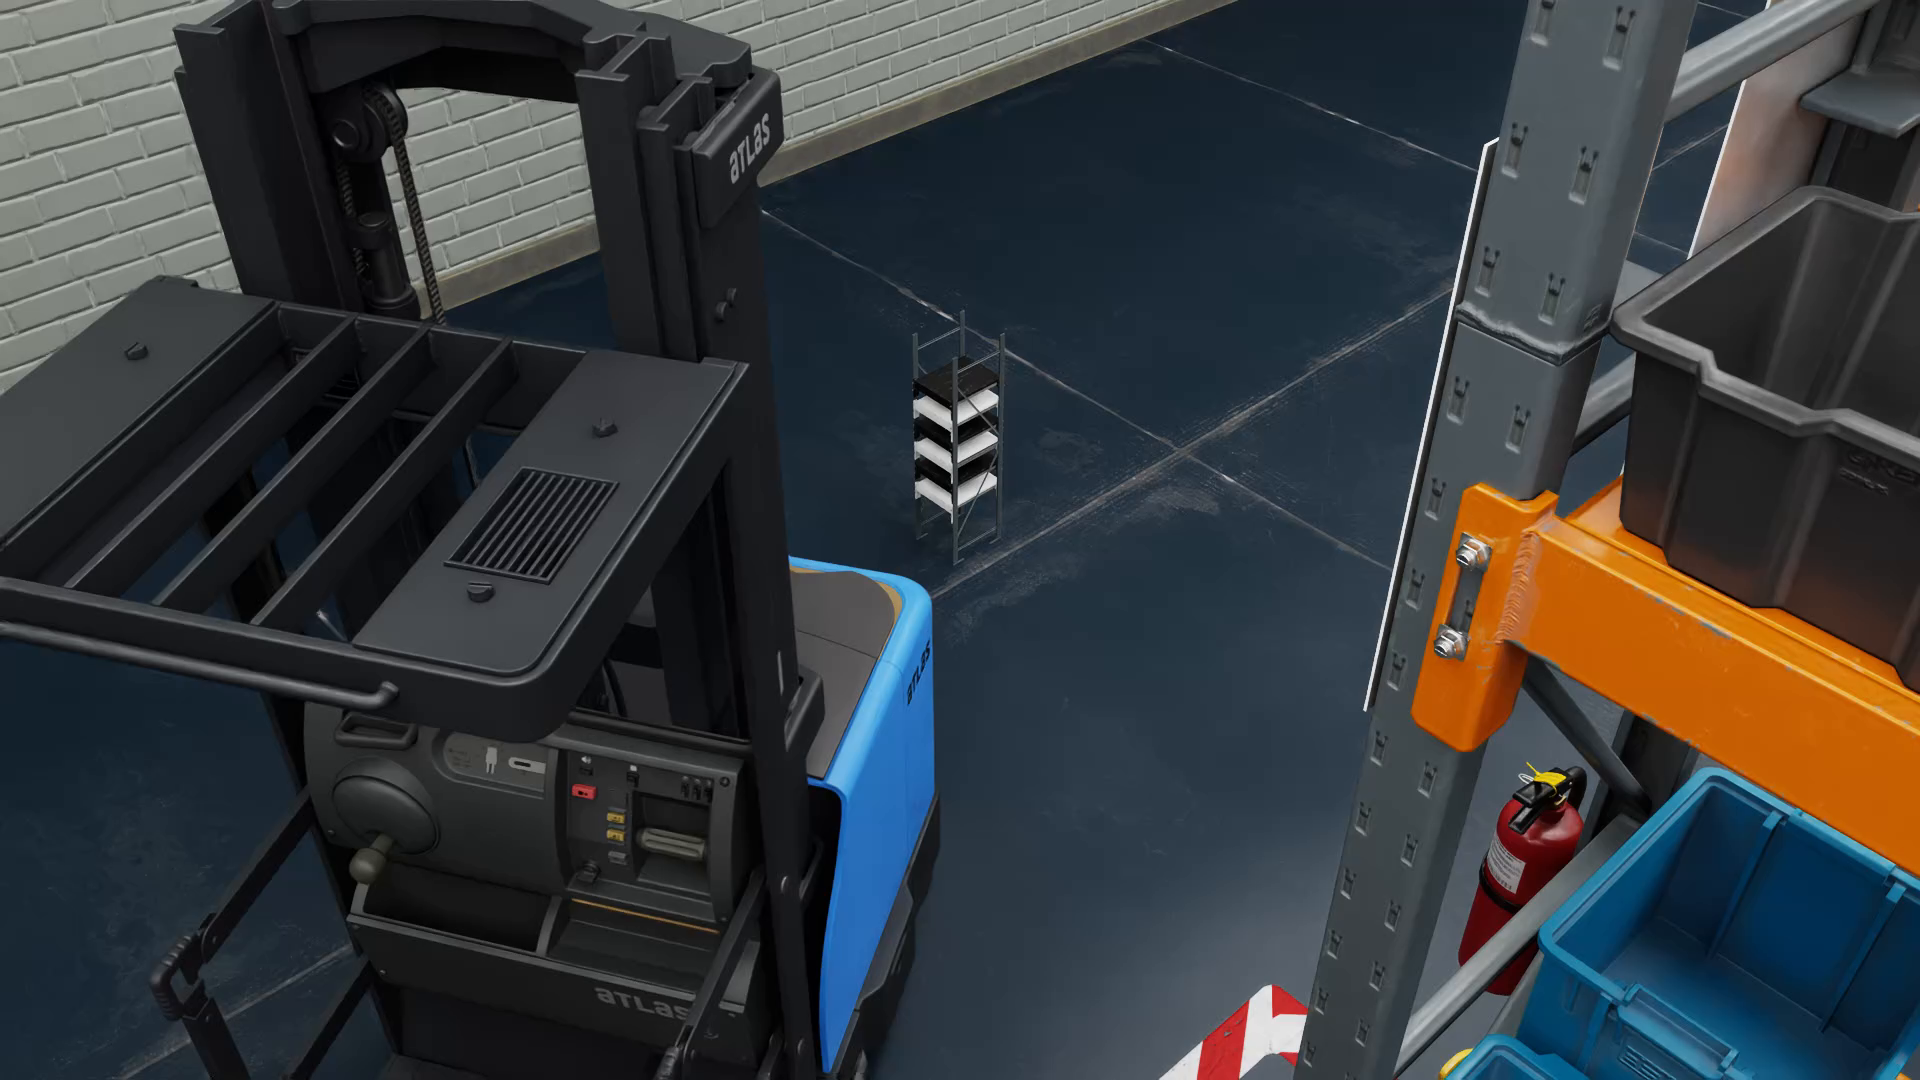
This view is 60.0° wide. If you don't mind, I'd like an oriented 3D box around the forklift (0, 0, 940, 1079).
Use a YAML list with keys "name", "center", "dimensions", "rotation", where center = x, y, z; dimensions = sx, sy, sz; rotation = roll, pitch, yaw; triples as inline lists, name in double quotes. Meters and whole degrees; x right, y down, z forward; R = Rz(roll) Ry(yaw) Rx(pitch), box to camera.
- name: "forklift"
  center: [-0.934, 0.616, 3.155]
  dimensions: [1.130, 2.935, 3.031]
  rotation: [10, 40, 12]

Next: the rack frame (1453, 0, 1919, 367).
- name: "rack frame"
  center: [0.935, -1.585, 1.050]
  dimensions: [1.000, 3.000, 0.127]
  rotation: [-30, 48, -32]

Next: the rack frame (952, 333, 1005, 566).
- name: "rack frame"
  center: [0.063, -0.307, 5.914]
  dimensions: [0.240, 0.900, 0.006]
  rotation: [-30, 48, -32]

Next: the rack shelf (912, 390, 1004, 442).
- name: "rack shelf"
  center: [-0.005, -0.468, 5.880]
  dimensions: [0.258, 0.077, 0.200]
  rotation: [-30, 48, -32]

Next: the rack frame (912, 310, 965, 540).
- name: "rack frame"
  center: [-0.074, -0.401, 6.030]
  dimensions: [0.240, 0.900, 0.006]
  rotation: [-30, 48, -32]

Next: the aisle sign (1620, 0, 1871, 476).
- name: "aisle sign"
  center: [1.102, -0.420, 2.314]
  dimensions: [0.394, 0.787, 0.004]
  rotation: [-30, 48, -32]

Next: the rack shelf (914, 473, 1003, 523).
- name: "rack shelf"
  center: [-0.005, -0.188, 6.106]
  dimensions: [0.258, 0.077, 0.200]
  rotation: [-30, 48, -32]

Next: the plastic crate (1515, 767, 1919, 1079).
- name: "plastic crate"
  center: [1.299, 0.788, 2.811]
  dimensions: [0.616, 0.435, 0.499]
  rotation: [-30, 48, -32]

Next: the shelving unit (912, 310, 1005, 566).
- name: "shelving unit"
  center: [-0.005, -0.354, 5.972]
  dimensions: [0.258, 0.900, 0.210]
  rotation: [-30, 48, -32]

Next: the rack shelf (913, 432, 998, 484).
- name: "rack shelf"
  center: [-0.005, -0.328, 5.993]
  dimensions: [0.258, 0.077, 0.200]
  rotation: [-30, 48, -32]

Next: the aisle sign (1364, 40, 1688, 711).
- name: "aisle sign"
  center: [0.668, -0.169, 2.003]
  dimensions: [0.394, 0.787, 0.004]
  rotation: [-30, 48, -32]

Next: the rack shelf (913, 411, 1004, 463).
- name: "rack shelf"
  center: [-0.005, -0.398, 5.936]
  dimensions: [0.258, 0.077, 0.200]
  rotation: [-30, 48, -32]

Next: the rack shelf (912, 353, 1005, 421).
- name: "rack shelf"
  center: [-0.005, -0.538, 5.823]
  dimensions: [0.258, 0.077, 0.200]
  rotation: [-30, 48, -32]

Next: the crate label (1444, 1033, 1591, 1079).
- name: "crate label"
  center: [0.859, 1.045, 2.654]
  dimensions: [0.416, 0.233, 0.303]
  rotation: [-30, 48, -32]

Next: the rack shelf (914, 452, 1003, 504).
- name: "rack shelf"
  center: [-0.005, -0.258, 6.049]
  dimensions: [0.258, 0.077, 0.200]
  rotation: [-30, 48, -32]

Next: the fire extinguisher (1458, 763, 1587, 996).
- name: "fire extinguisher"
  center: [1.168, 0.661, 3.402]
  dimensions: [0.296, 0.674, 0.183]
  rotation: [-30, 48, -32]

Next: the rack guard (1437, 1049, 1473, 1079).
- name: "rack guard"
  center: [0.909, 1.716, 3.727]
  dimensions: [1.175, 0.500, 0.348]
  rotation: [-30, 48, -32]

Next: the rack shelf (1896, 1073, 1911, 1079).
- name: "rack shelf"
  center: [2.288, 1.955, 2.015]
  dimensions: [1.077, 0.370, 4.000]
  rotation: [-30, 48, -32]

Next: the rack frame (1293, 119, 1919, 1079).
- name: "rack frame"
  center: [0.935, 0.749, 2.935]
  dimensions: [1.000, 3.000, 0.127]
  rotation: [-30, 48, -32]

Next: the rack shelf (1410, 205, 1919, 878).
- name: "rack shelf"
  center: [2.288, 0.788, 1.073]
  dimensions: [1.077, 0.370, 4.000]
  rotation: [-30, 48, -32]

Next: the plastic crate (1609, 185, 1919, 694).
- name: "plastic crate"
  center: [0.990, -0.070, 1.666]
  dimensions: [0.497, 0.269, 0.590]
  rotation: [-30, 48, -32]
